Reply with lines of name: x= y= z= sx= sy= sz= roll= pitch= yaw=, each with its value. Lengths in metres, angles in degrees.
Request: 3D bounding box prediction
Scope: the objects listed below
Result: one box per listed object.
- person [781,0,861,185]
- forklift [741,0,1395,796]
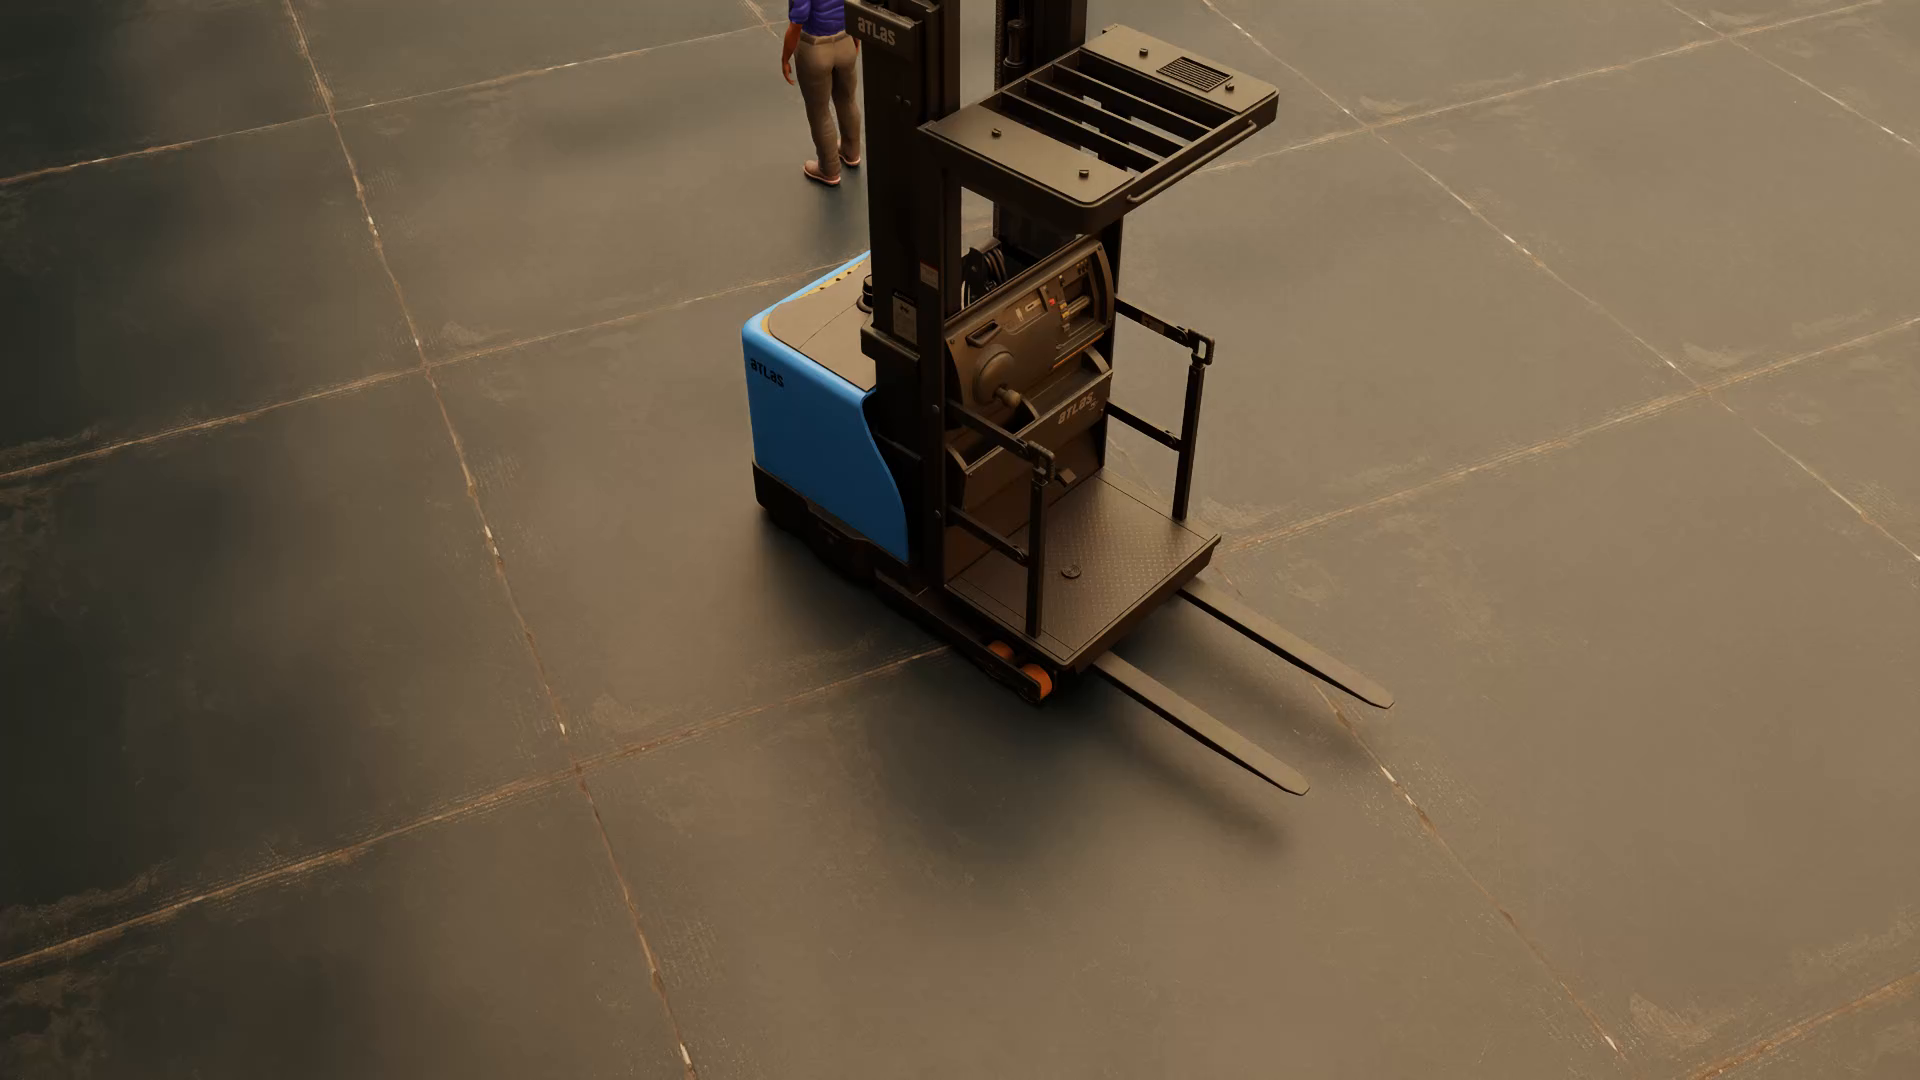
person: x=-0.815 y=-2.855 z=9.665 sx=0.570 sy=1.656 sz=0.503 roll=-26 pitch=49 yaw=-25
forklift: x=0.445 y=-0.788 z=6.525 sx=3.031 sy=2.935 sz=1.130 roll=32 pitch=52 yaw=30
